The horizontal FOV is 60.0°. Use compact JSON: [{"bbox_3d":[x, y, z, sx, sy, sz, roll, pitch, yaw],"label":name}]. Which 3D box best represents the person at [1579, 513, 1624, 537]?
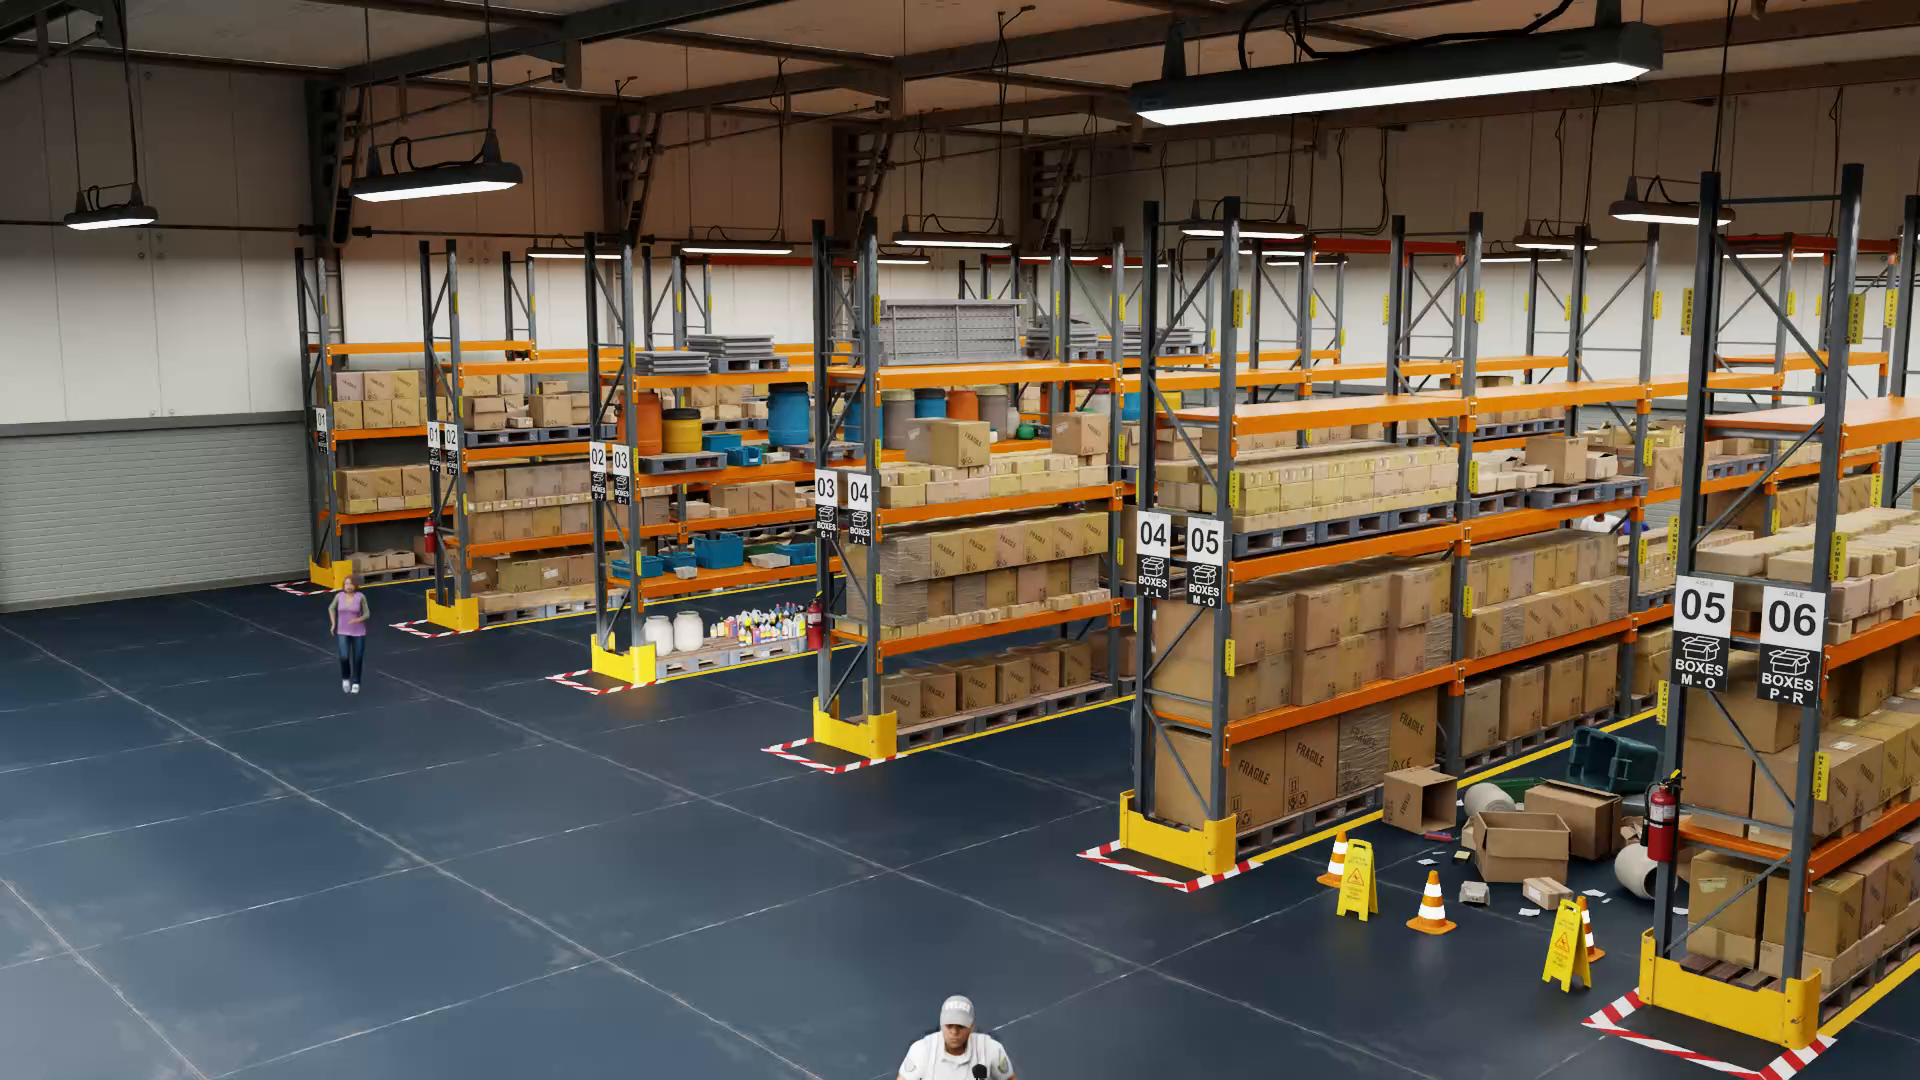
[{"bbox_3d":[10.698,0.221,27.846,0.660,1.817,0.868,7,11,38],"label":"person"}]

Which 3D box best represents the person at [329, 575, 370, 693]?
[{"bbox_3d":[-7.888,1.234,21.504,0.509,1.566,0.615,-3,9,-18],"label":"person"}]

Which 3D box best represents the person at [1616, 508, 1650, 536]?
[{"bbox_3d":[11.546,0.223,28.497,0.609,1.597,0.489,2,9,14],"label":"person"}]

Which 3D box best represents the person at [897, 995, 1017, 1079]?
[{"bbox_3d":[-0.015,3.123,8.682,0.627,1.641,0.676,0,8,3],"label":"person"}]

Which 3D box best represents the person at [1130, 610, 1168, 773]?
[{"bbox_3d":[2.192,1.642,18.267,0.634,1.817,0.815,5,10,29],"label":"person"}]
